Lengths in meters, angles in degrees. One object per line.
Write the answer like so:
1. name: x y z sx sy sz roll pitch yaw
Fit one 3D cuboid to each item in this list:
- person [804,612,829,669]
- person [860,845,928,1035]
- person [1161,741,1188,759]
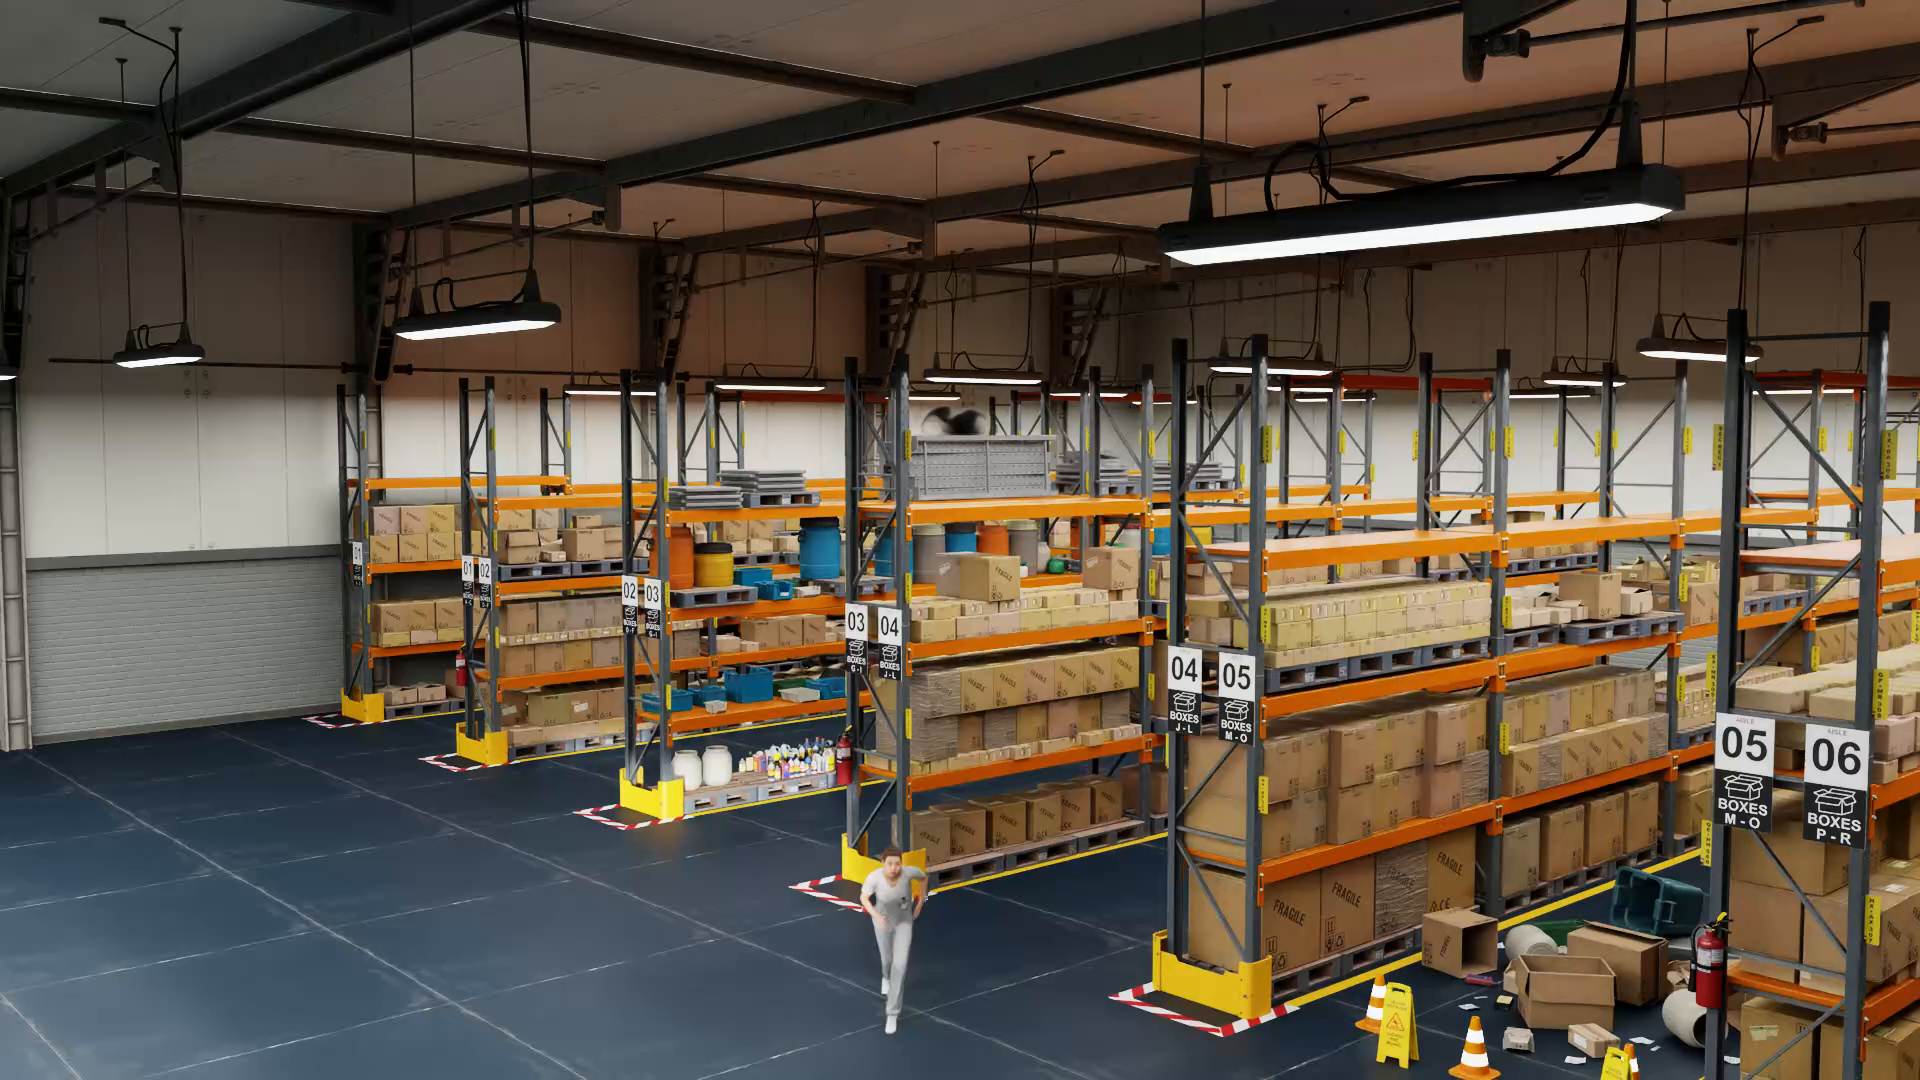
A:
1. person: -2.948 2.204 33.794 0.609 1.504 0.921 3 5 34
2. person: -0.589 3.421 14.683 0.601 1.625 0.975 0 4 -7
3. person: 3.297 2.699 24.721 0.661 1.726 1.085 4 5 43
